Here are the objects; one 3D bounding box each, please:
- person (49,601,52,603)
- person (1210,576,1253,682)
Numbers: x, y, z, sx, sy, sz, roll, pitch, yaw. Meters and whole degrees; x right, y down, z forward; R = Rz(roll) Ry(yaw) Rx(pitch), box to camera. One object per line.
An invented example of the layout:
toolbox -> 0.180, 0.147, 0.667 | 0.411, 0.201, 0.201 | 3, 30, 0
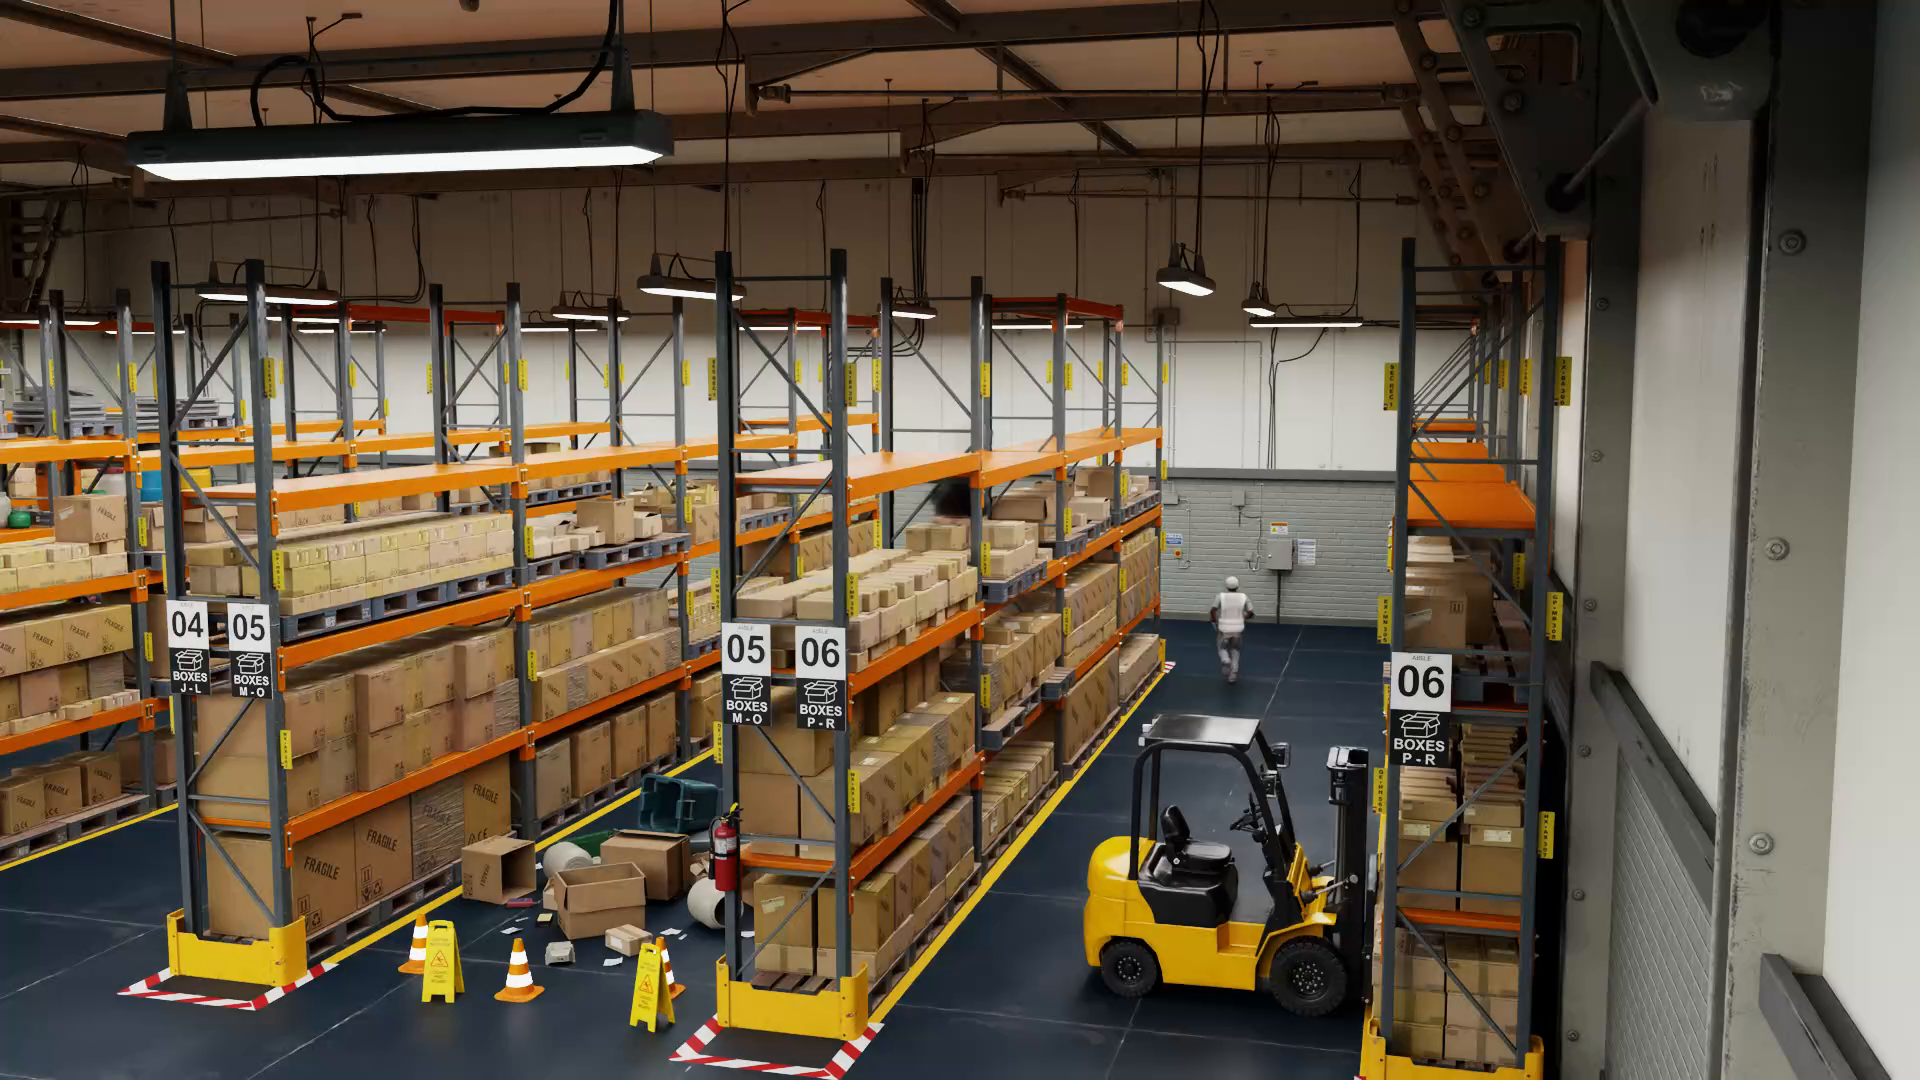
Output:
person -> -15.404, 1.355, 28.013 | 0.628, 1.730, 0.706 | 0, 6, 4
person -> 4.398, 1.447, 27.014 | 0.704, 1.734, 0.602 | 0, 6, 1
